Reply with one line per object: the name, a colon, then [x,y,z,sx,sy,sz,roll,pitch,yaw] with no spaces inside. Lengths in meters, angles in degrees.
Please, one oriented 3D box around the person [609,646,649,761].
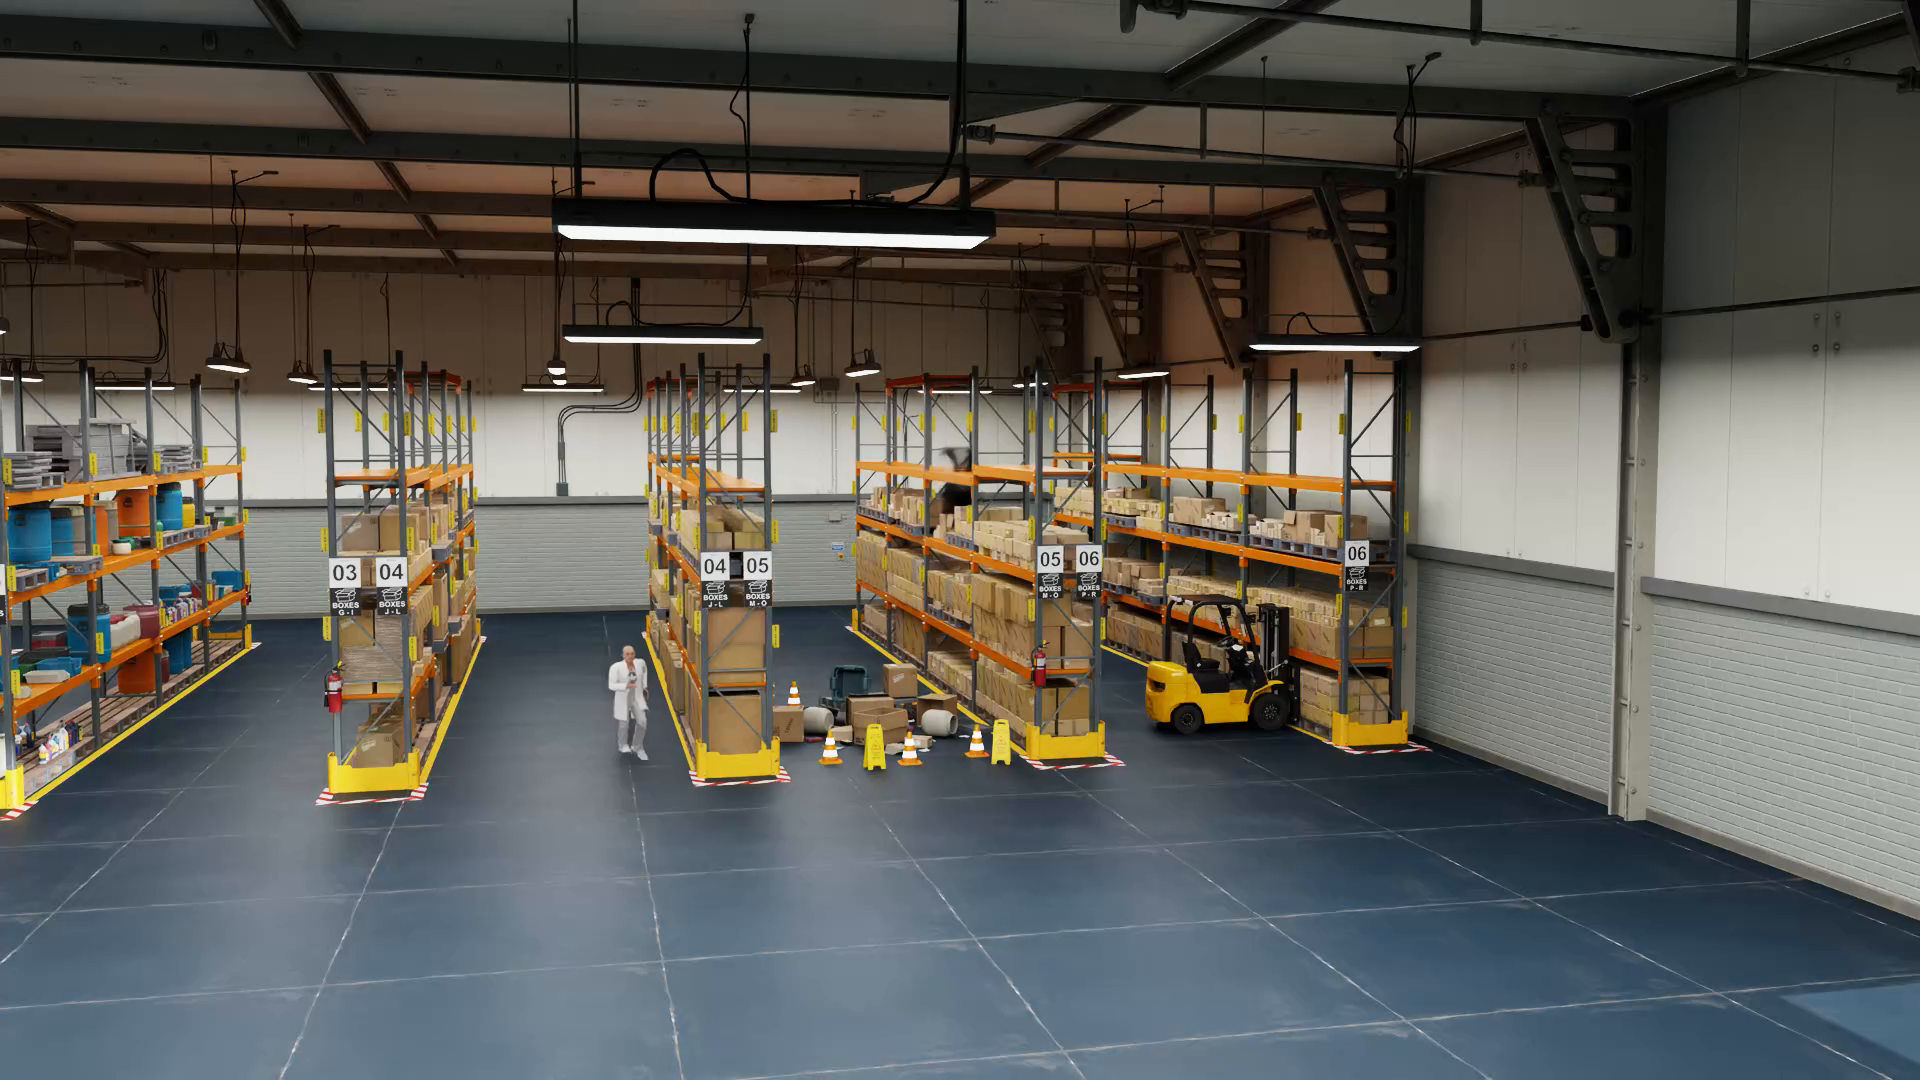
person: [-4.941,2.416,24.793,0.628,1.730,1.012,-1,4,-21]
